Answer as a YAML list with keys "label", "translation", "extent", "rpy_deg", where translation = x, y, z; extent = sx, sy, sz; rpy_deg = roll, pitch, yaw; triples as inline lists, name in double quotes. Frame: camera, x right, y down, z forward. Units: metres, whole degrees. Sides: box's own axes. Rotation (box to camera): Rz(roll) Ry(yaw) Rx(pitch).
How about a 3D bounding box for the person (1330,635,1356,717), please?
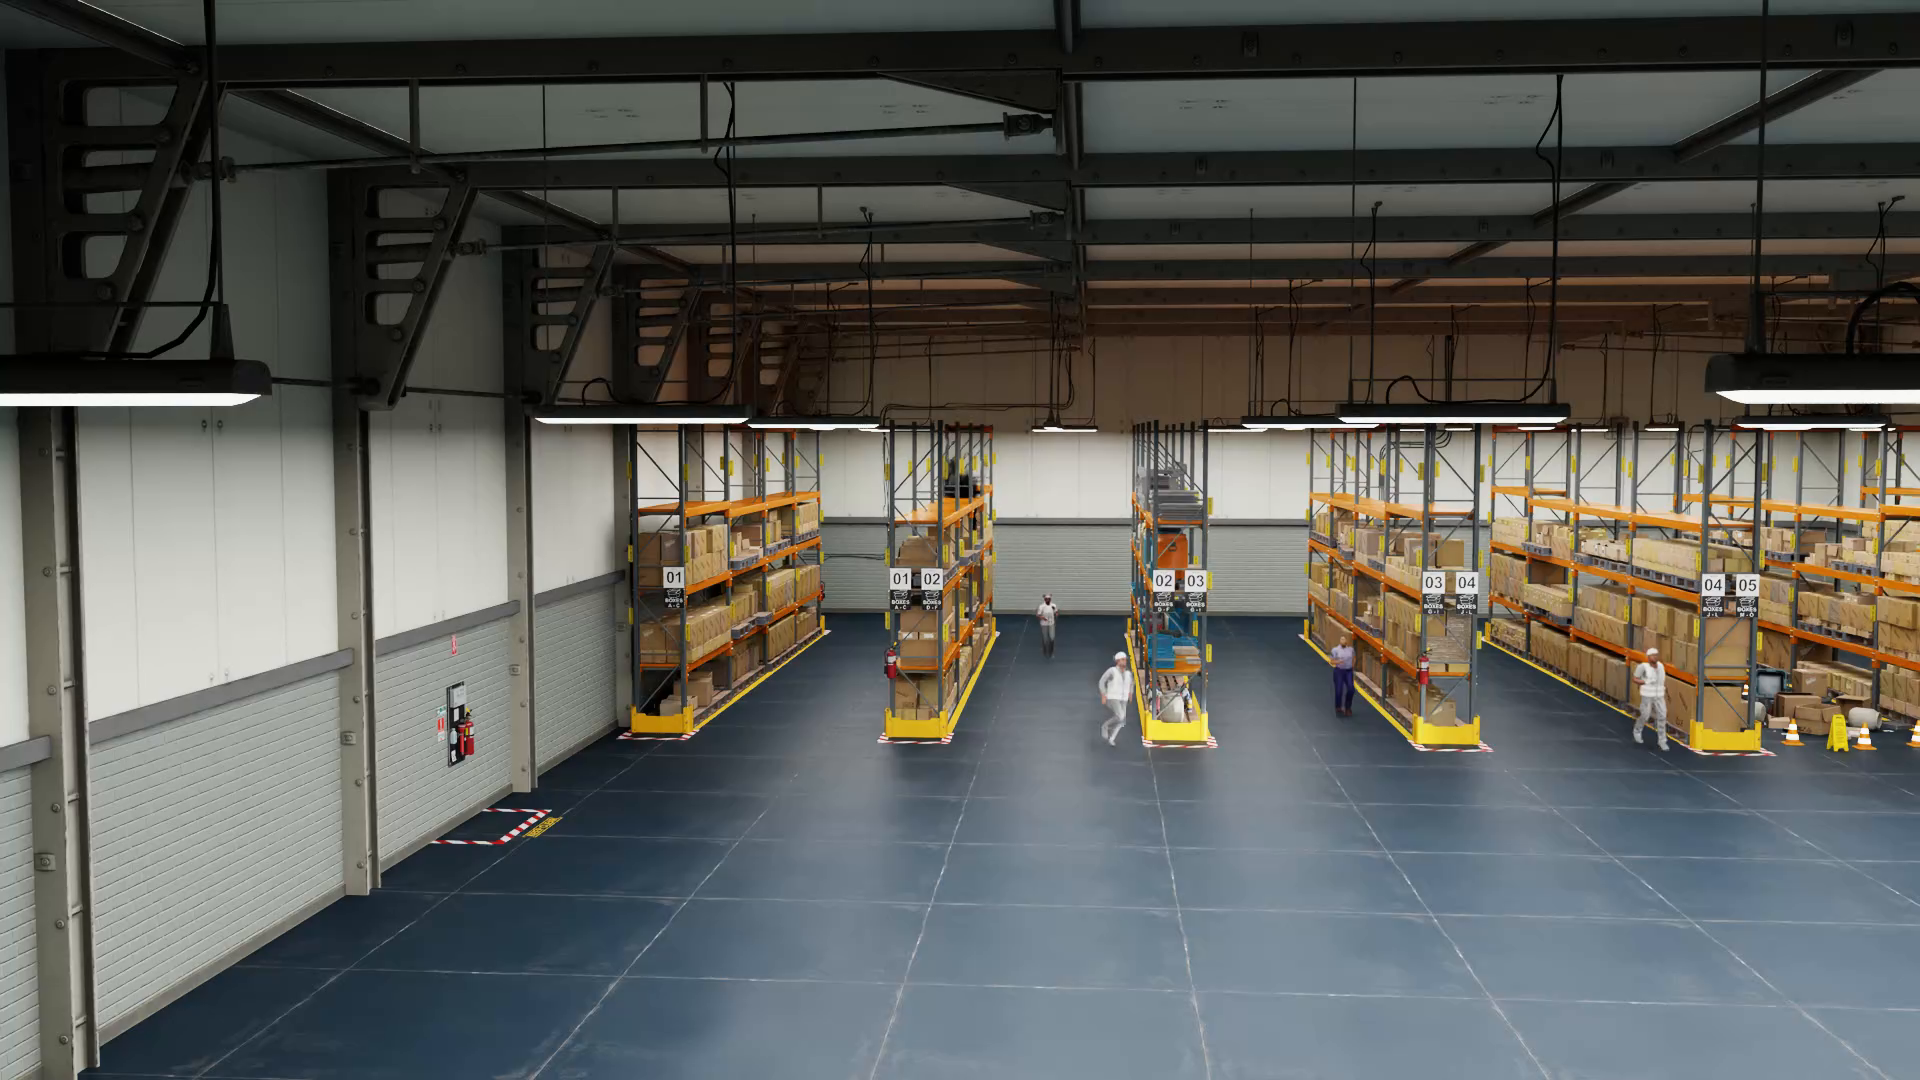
- label: "person"
  translation: [7.825, 2.776, 33.889]
  extent: [0.583, 1.669, 0.660]
  rpy_deg: [0, 4, 1]

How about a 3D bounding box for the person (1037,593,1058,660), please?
- label: "person"
  translation: [2.241, 2.208, 42.464]
  extent: [0.567, 1.728, 0.709]
  rpy_deg: [0, 4, -3]

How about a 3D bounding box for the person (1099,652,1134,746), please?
- label: "person"
  translation: [2.961, 2.931, 30.679]
  extent: [0.684, 1.700, 0.534]
  rpy_deg: [-2, 4, -29]

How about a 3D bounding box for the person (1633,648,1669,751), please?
- label: "person"
  translation: [12.648, 2.891, 30.439]
  extent: [0.680, 1.830, 0.828]
  rpy_deg: [0, 4, -6]

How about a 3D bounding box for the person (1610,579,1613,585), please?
- label: "person"
  translation: [18.662, 1.895, 47.379]
  extent: [0.656, 1.694, 0.673]
  rpy_deg: [0, 4, 5]
